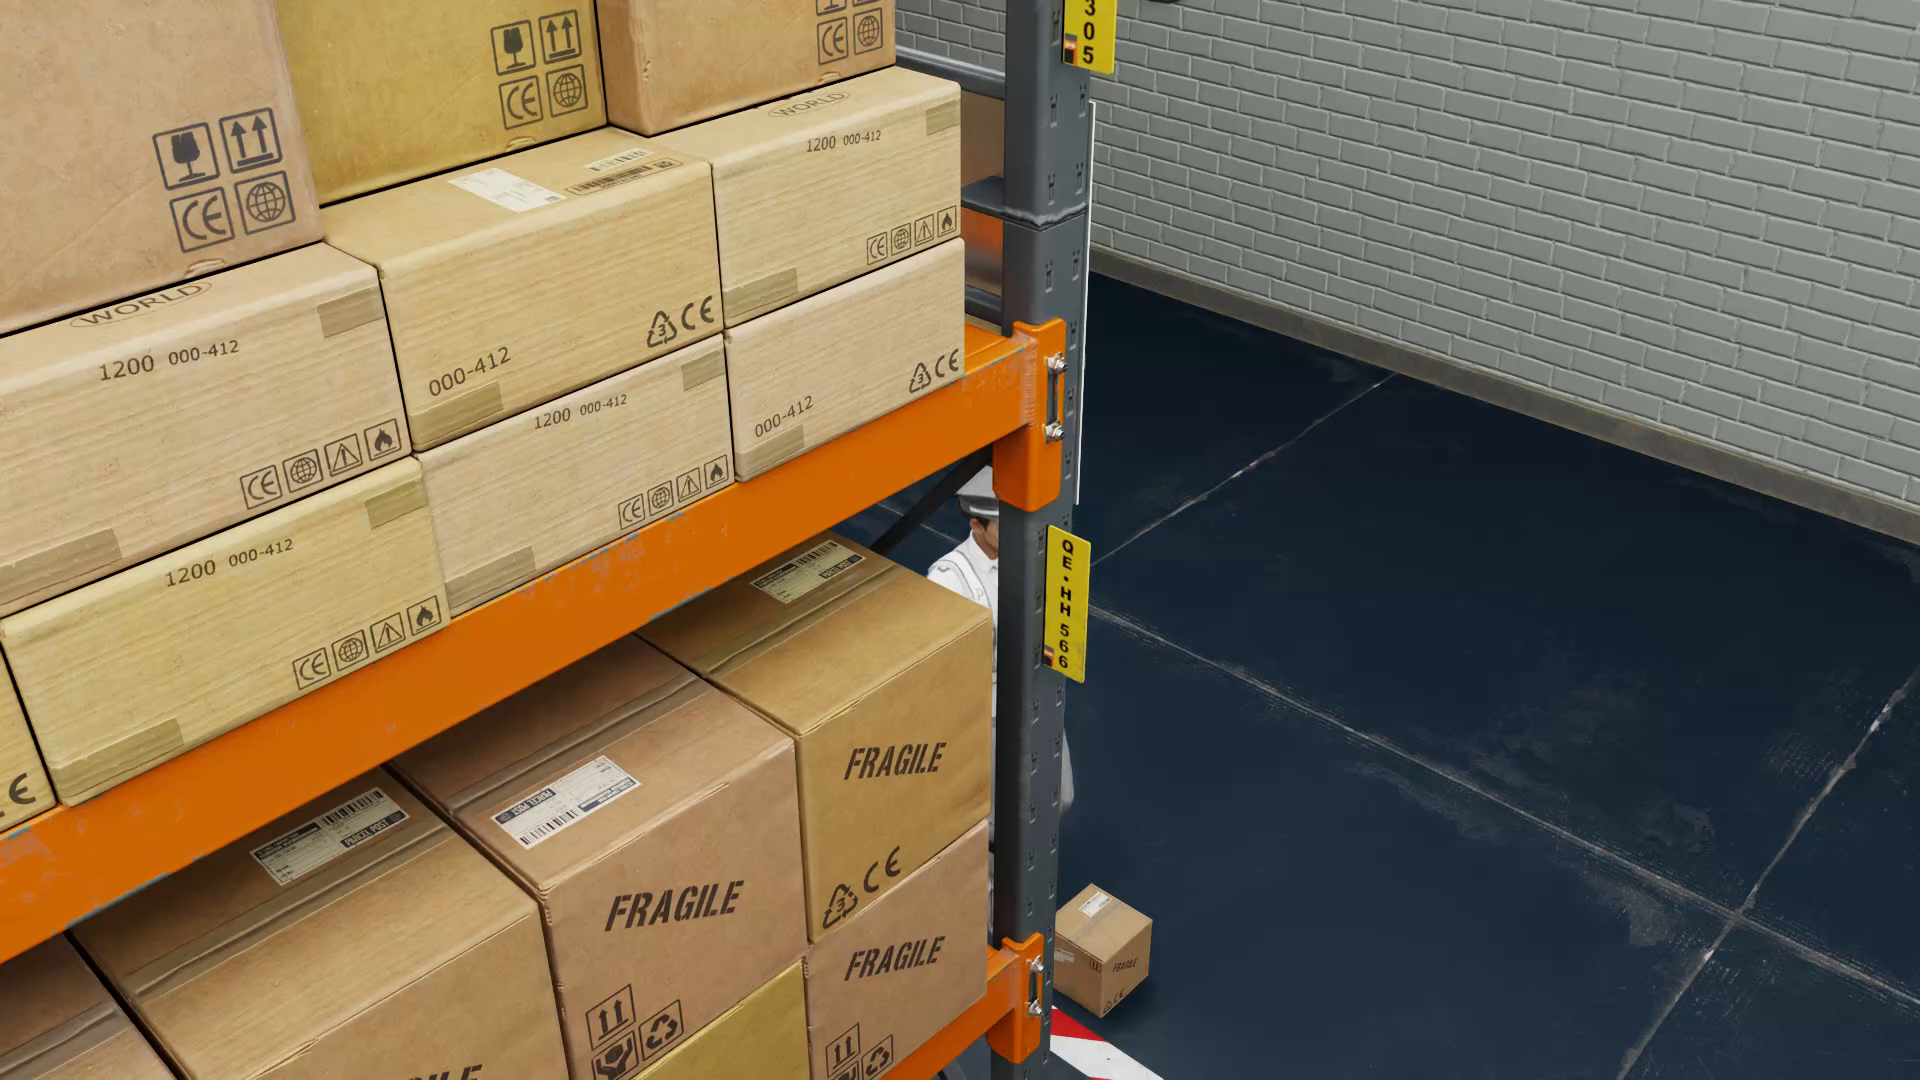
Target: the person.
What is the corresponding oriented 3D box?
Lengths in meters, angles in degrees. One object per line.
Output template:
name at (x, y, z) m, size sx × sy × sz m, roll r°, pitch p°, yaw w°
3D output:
person at (0.135, 0.551, 5.245) m, size 0.549 × 1.707 × 0.410 m, roll -19°, pitch 36°, yaw -28°
